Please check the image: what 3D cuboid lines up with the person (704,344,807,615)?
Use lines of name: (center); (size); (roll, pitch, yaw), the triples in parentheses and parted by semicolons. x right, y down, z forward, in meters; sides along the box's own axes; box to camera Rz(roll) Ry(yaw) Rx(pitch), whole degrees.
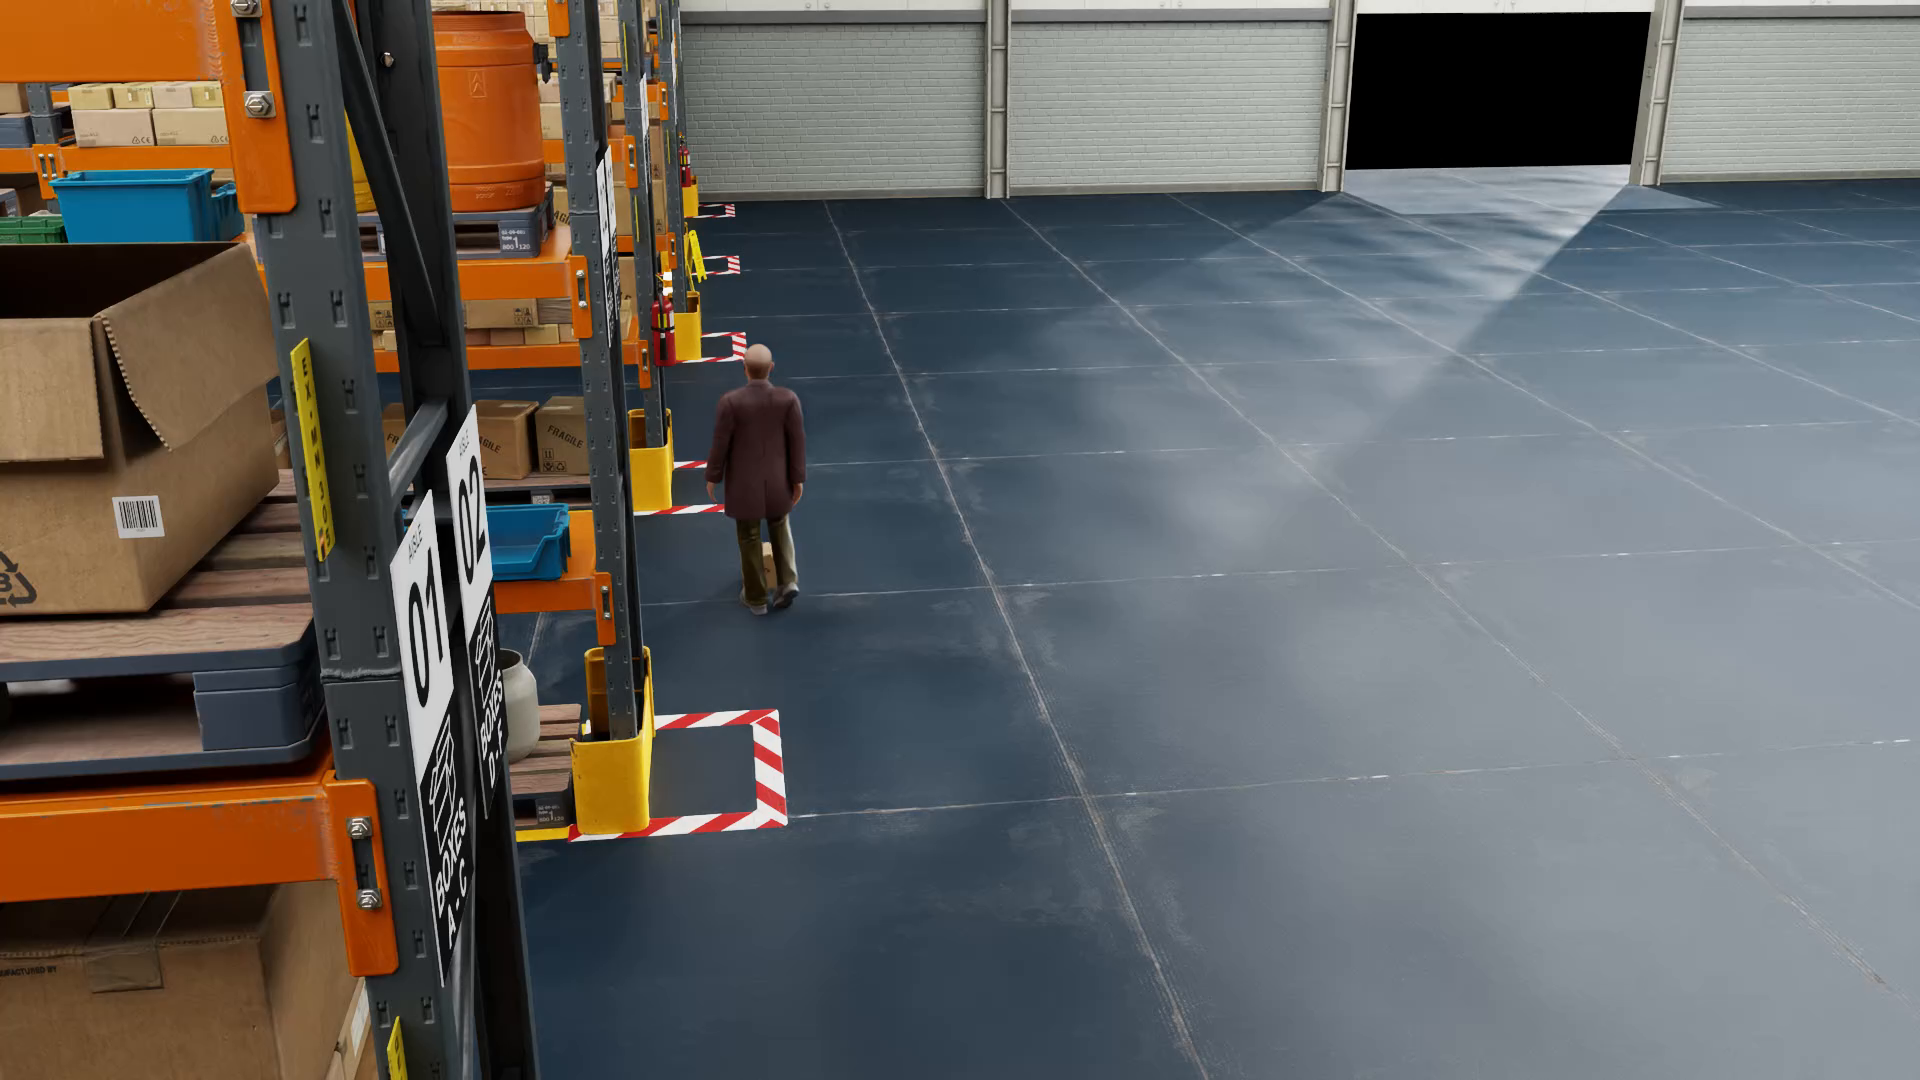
person: (-1.324, -0.376, 10.661); (0.640, 1.812, 0.447); (-7, 21, -19)
